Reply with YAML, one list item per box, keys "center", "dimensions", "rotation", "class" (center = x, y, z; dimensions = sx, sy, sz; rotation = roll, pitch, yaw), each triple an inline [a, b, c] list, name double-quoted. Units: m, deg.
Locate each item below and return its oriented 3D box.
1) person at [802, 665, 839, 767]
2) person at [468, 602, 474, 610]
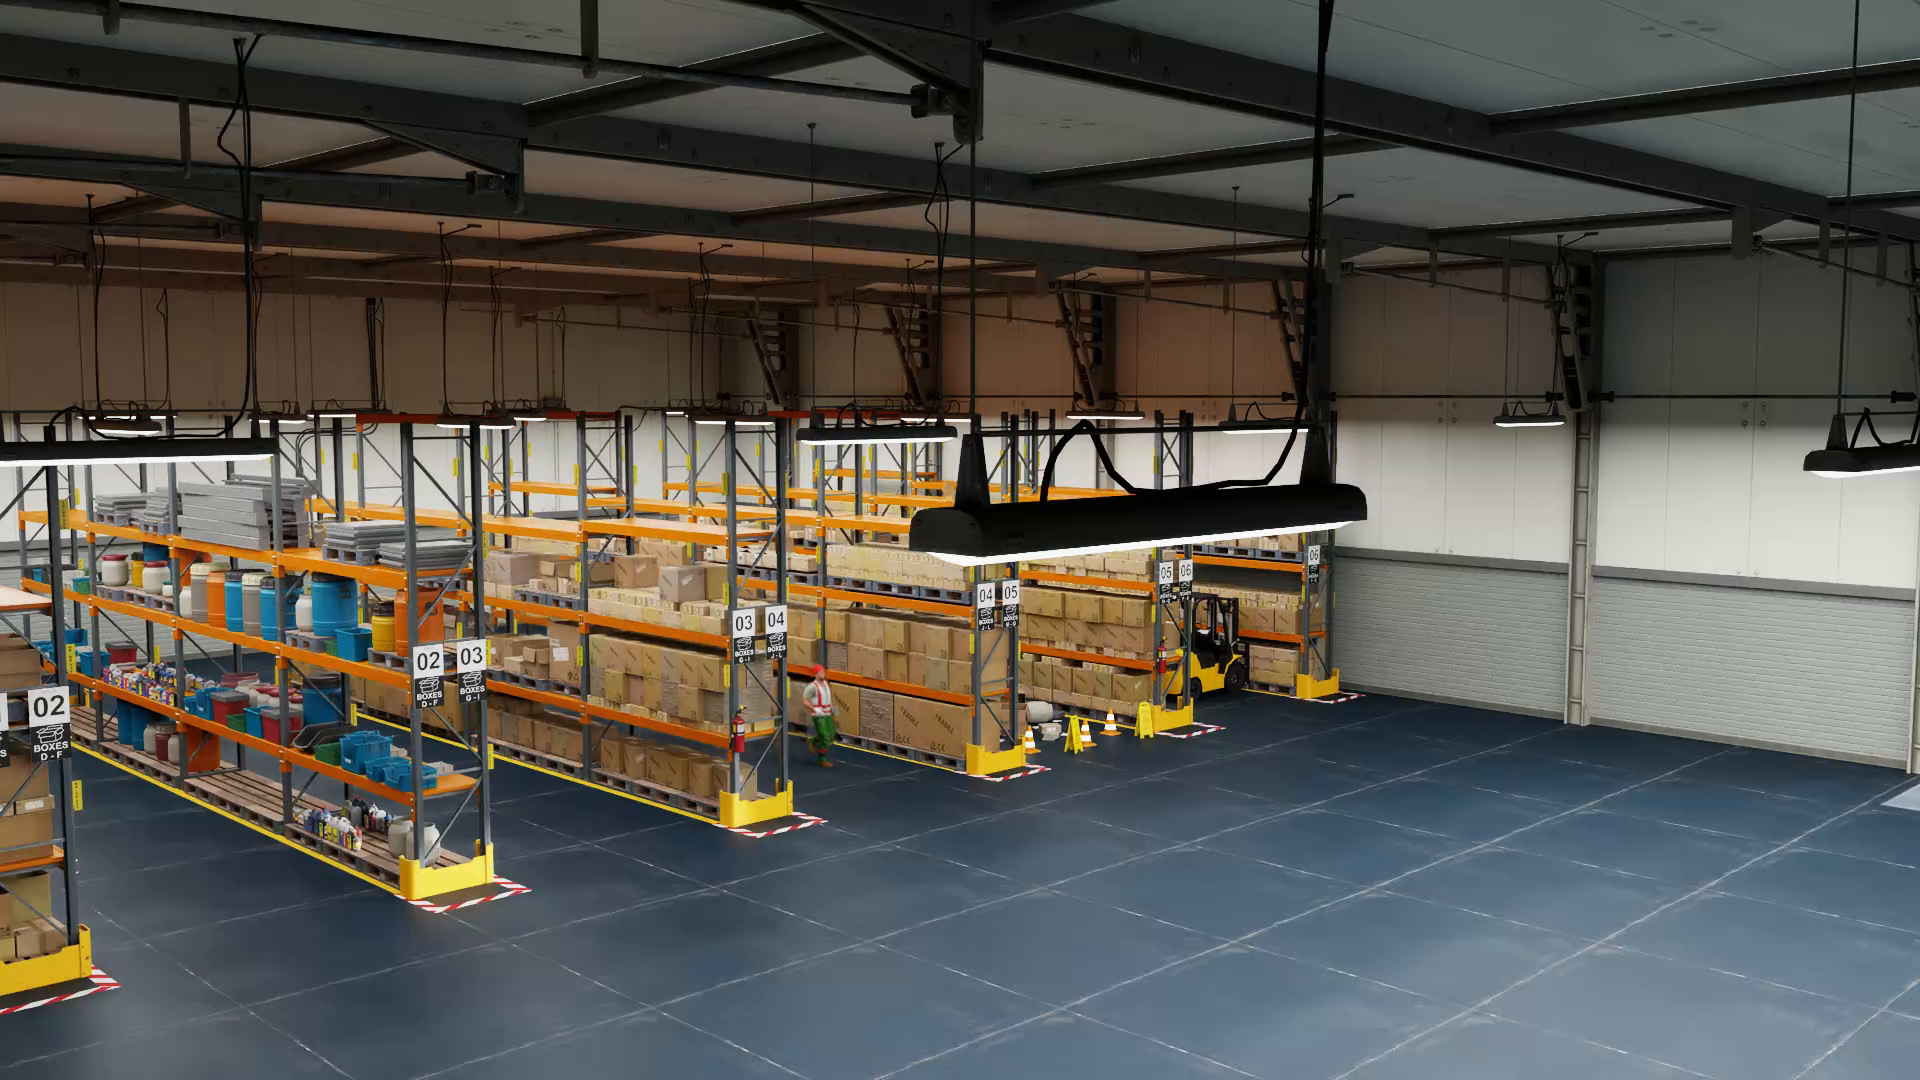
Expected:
- center: [-2.414, 3.000, 28.445]
  dimensions: [0.559, 1.745, 0.656]
  rotation: [3, 6, 35]
  class: "person"
- center: [-11.900, 2.067, 40.100]
  dimensions: [0.534, 1.601, 0.693]
  rotation: [-3, 6, -35]
  class: "person"
